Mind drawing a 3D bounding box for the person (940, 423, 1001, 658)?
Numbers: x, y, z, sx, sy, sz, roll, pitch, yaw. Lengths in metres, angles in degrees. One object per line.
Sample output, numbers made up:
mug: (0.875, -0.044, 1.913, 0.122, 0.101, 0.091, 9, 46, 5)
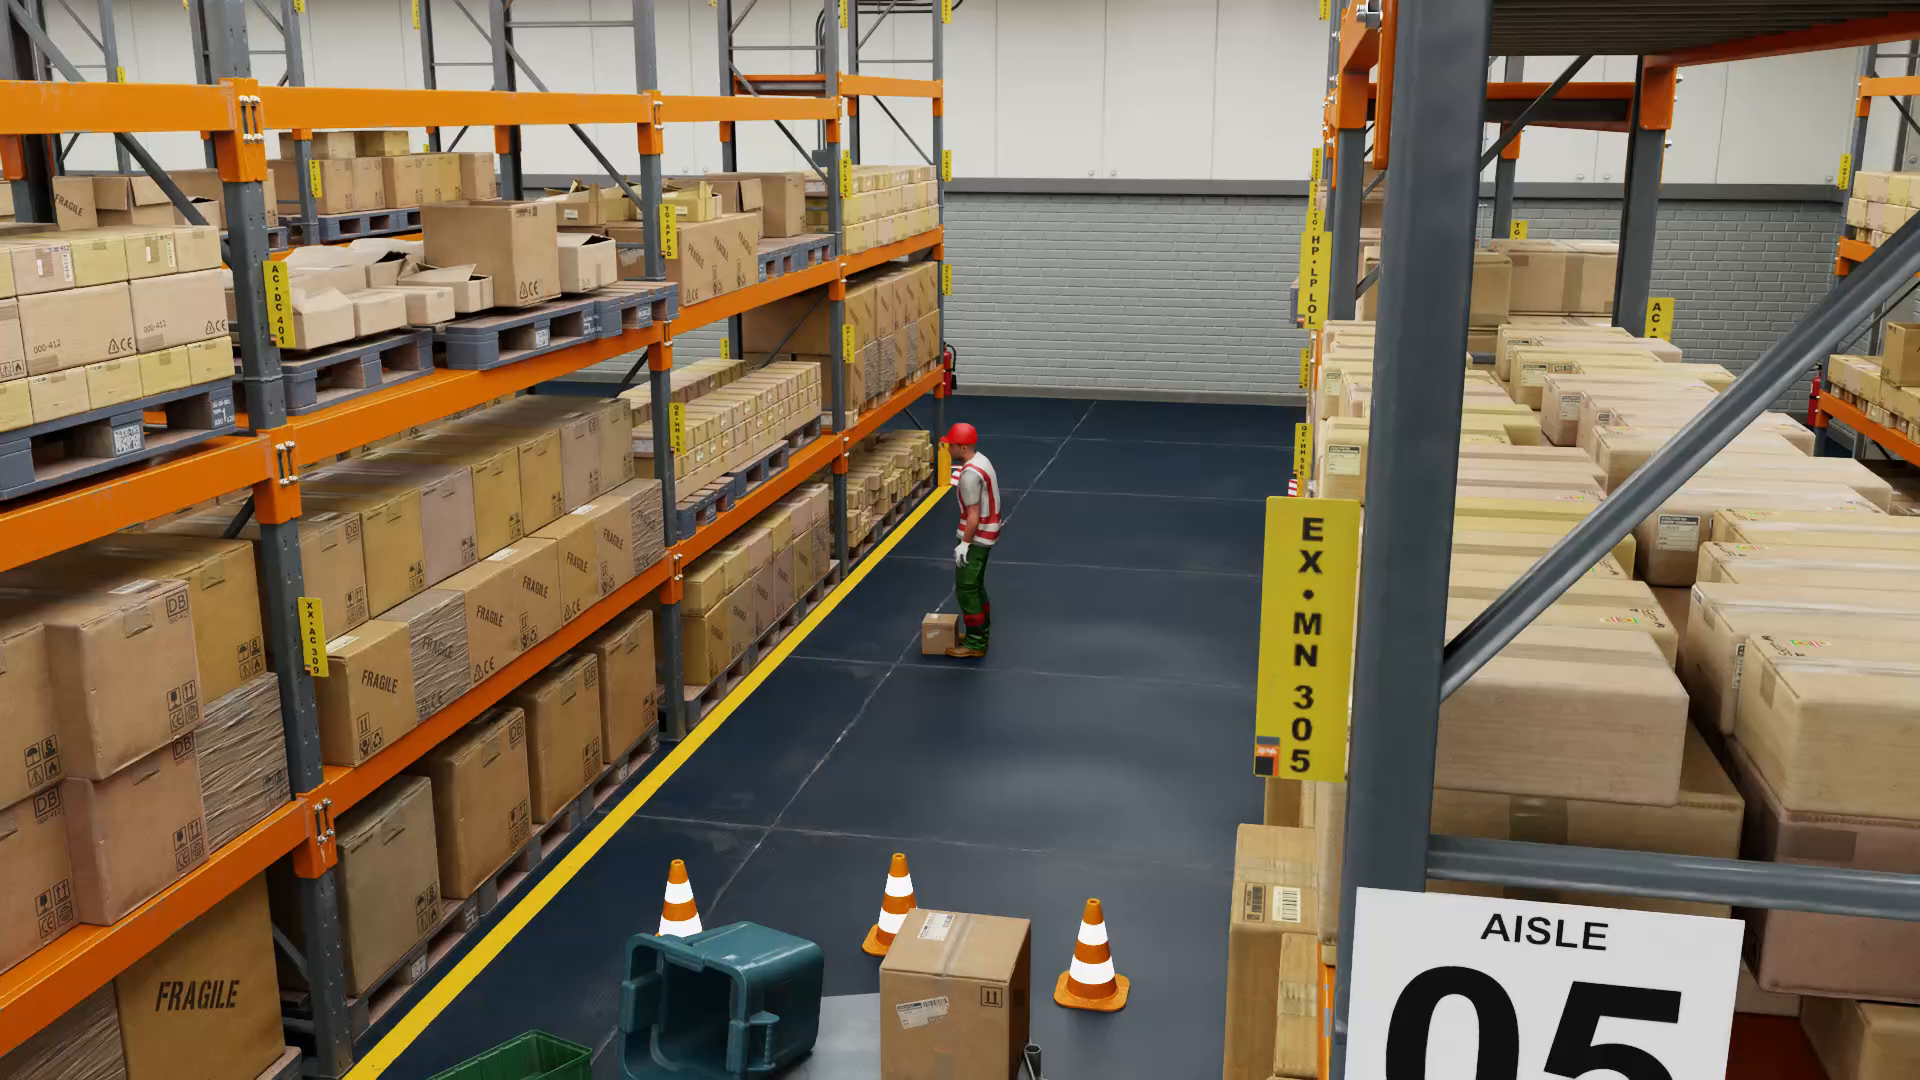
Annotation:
person: (0.079, -0.007, 12.507, 0.449, 1.778, 0.610, 2, 15, 9)
